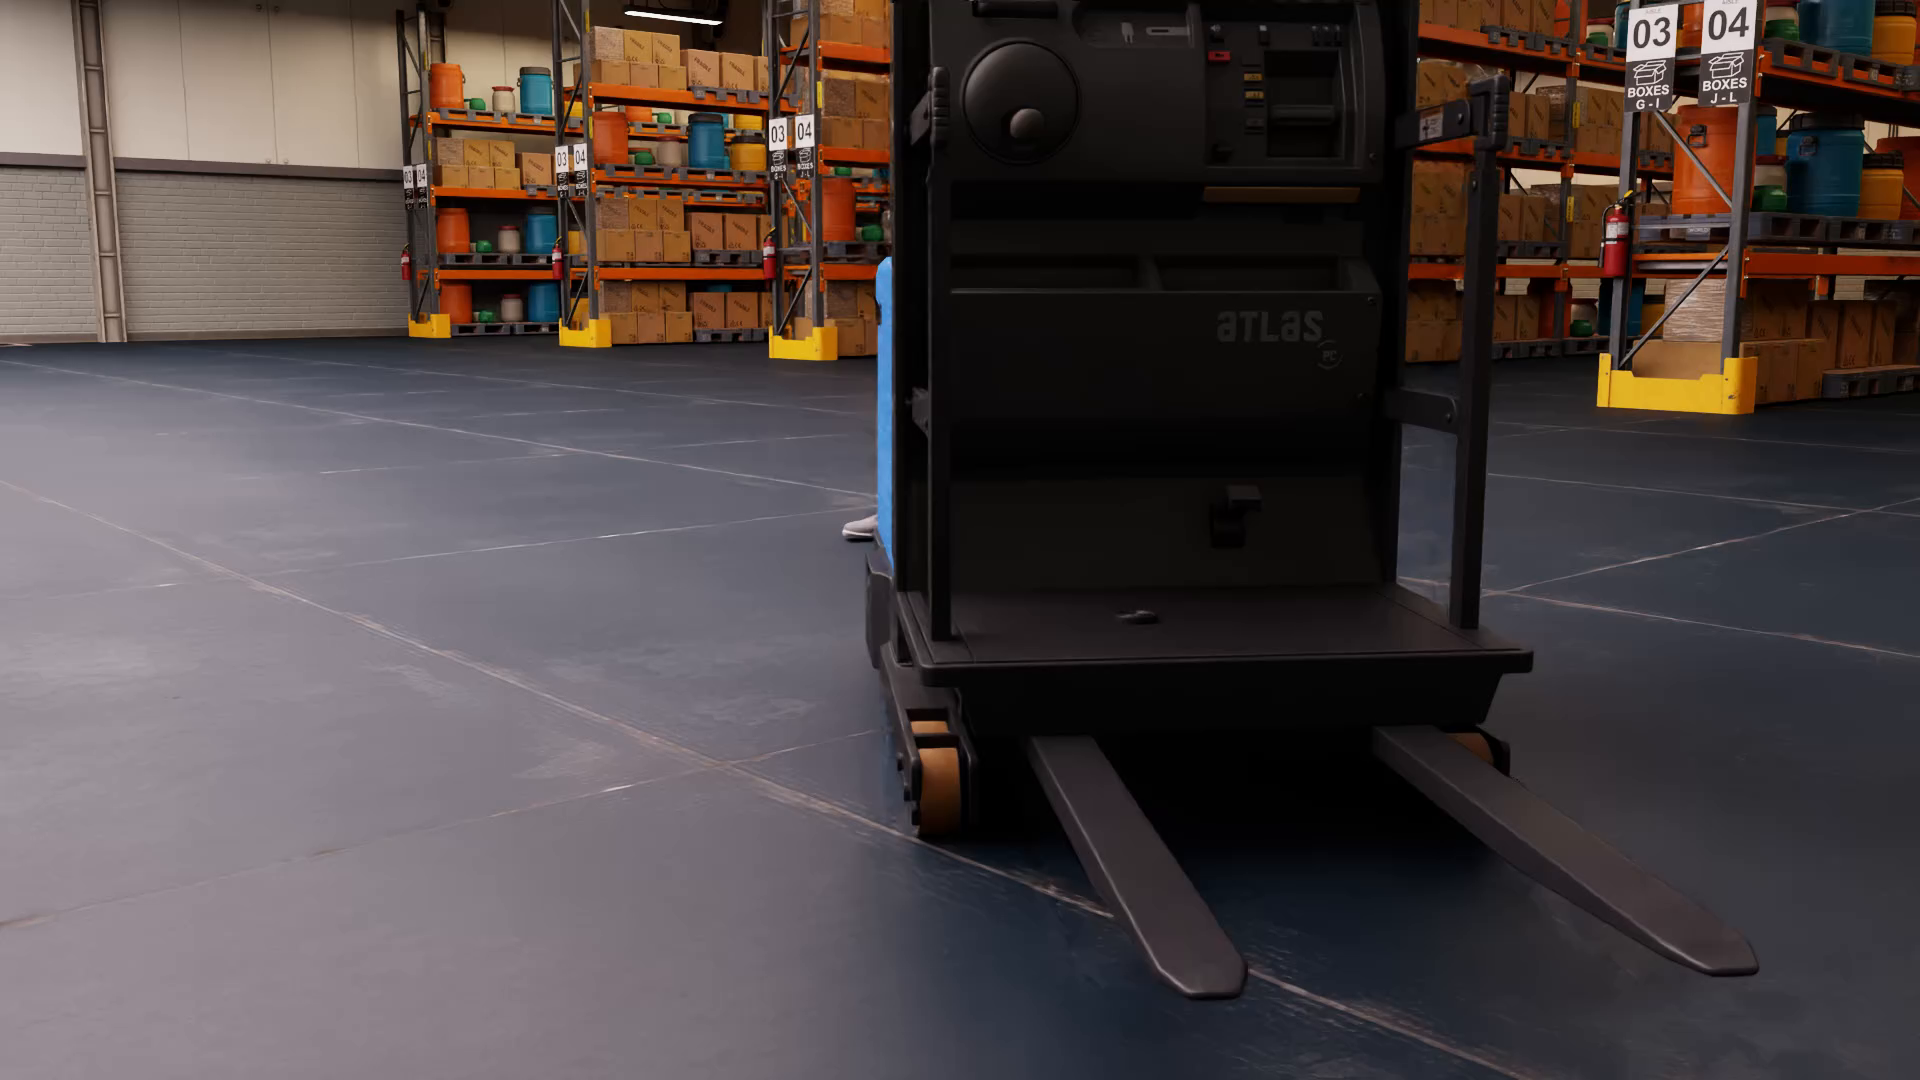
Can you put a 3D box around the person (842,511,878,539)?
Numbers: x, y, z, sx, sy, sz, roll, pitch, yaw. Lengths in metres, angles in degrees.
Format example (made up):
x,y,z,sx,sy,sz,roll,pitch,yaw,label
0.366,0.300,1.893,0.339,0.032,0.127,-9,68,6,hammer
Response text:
x,y,z,sx,sy,sz,roll,pitch,yaw,label
-0.076,-0.853,6.357,0.551,1.727,0.640,-8,12,-40,person

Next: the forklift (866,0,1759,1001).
x,y,z,sx,sy,sz,roll,pitch,yaw,label
0.426,-0.961,3.166,1.130,2.935,3.031,-1,9,-6,forklift
